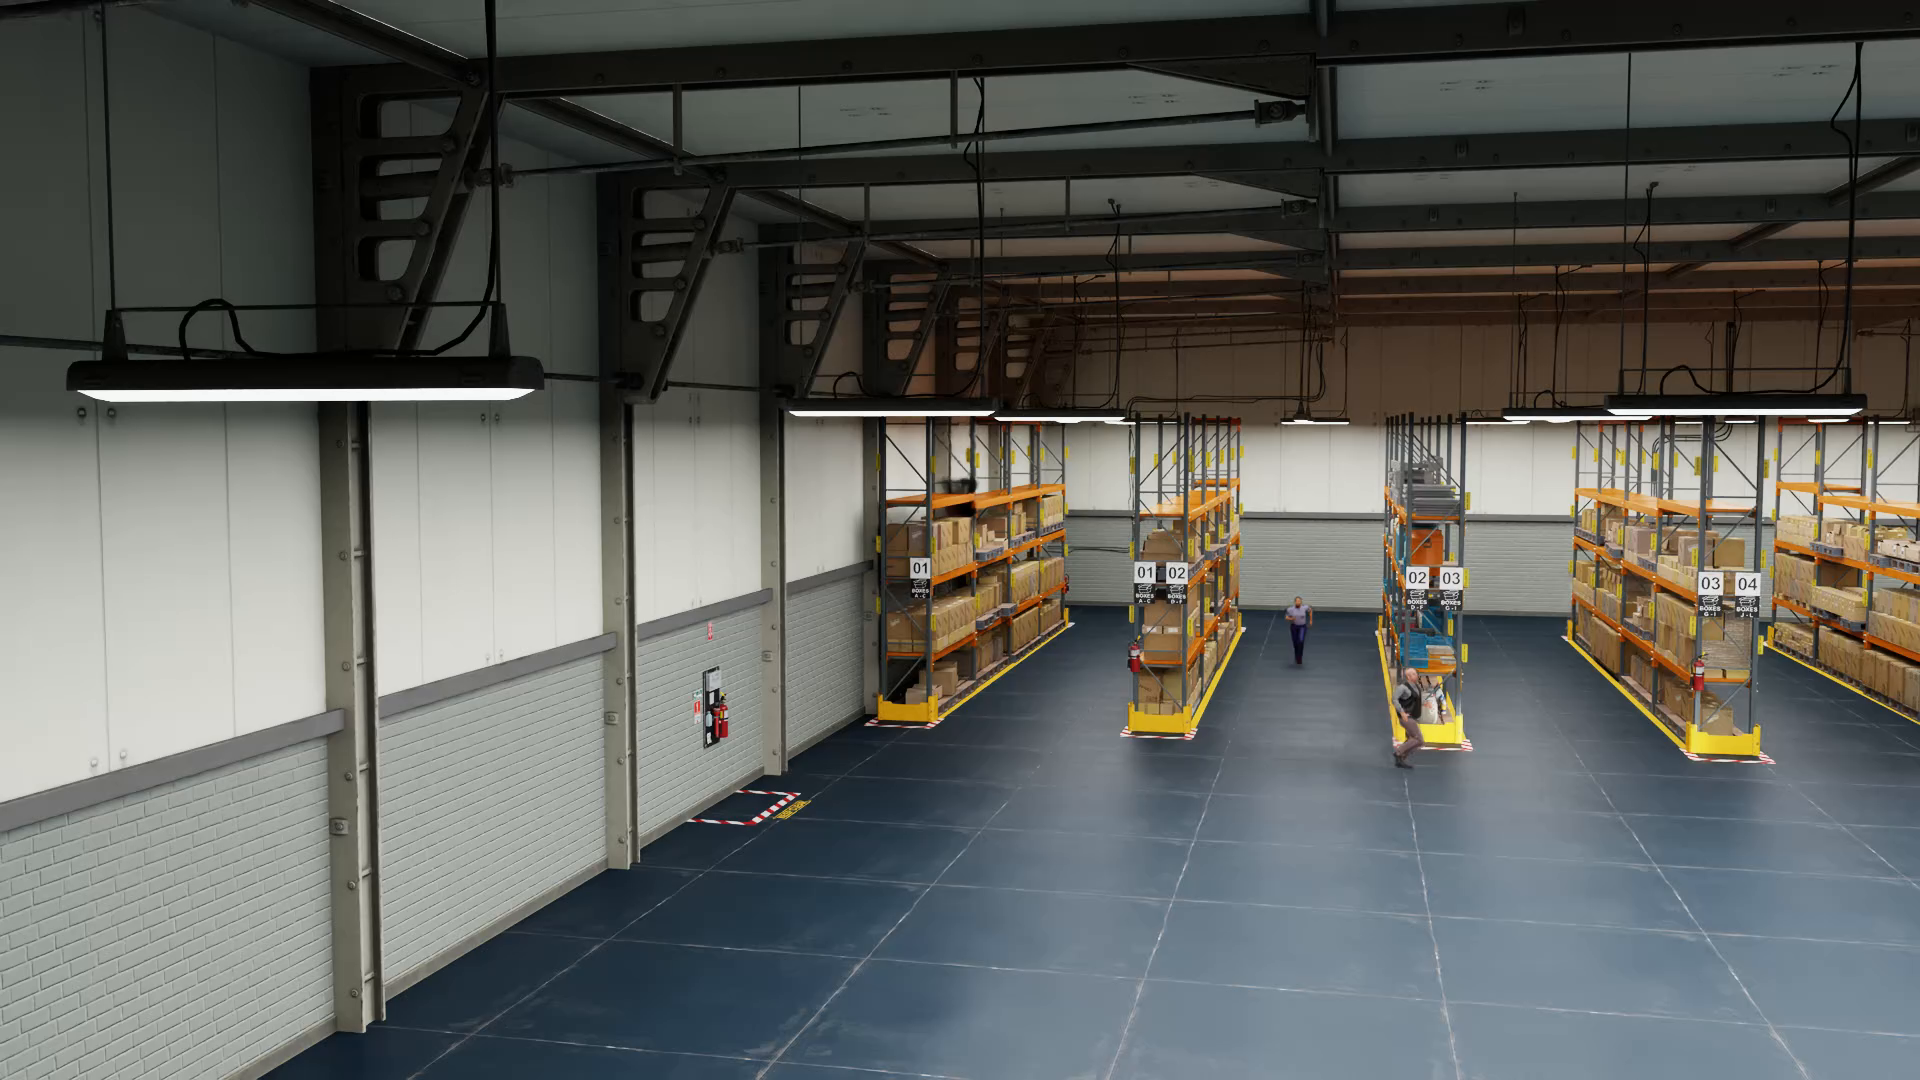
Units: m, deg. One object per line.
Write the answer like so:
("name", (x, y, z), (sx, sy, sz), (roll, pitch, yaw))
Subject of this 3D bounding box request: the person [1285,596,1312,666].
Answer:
("person", (8.204, 2.191, 40.282), (0.626, 1.685, 0.828), (1, 4, 14))

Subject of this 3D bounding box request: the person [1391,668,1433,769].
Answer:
("person", (7.588, 2.993, 27.833), (0.593, 1.687, 0.644), (3, 5, 36))
